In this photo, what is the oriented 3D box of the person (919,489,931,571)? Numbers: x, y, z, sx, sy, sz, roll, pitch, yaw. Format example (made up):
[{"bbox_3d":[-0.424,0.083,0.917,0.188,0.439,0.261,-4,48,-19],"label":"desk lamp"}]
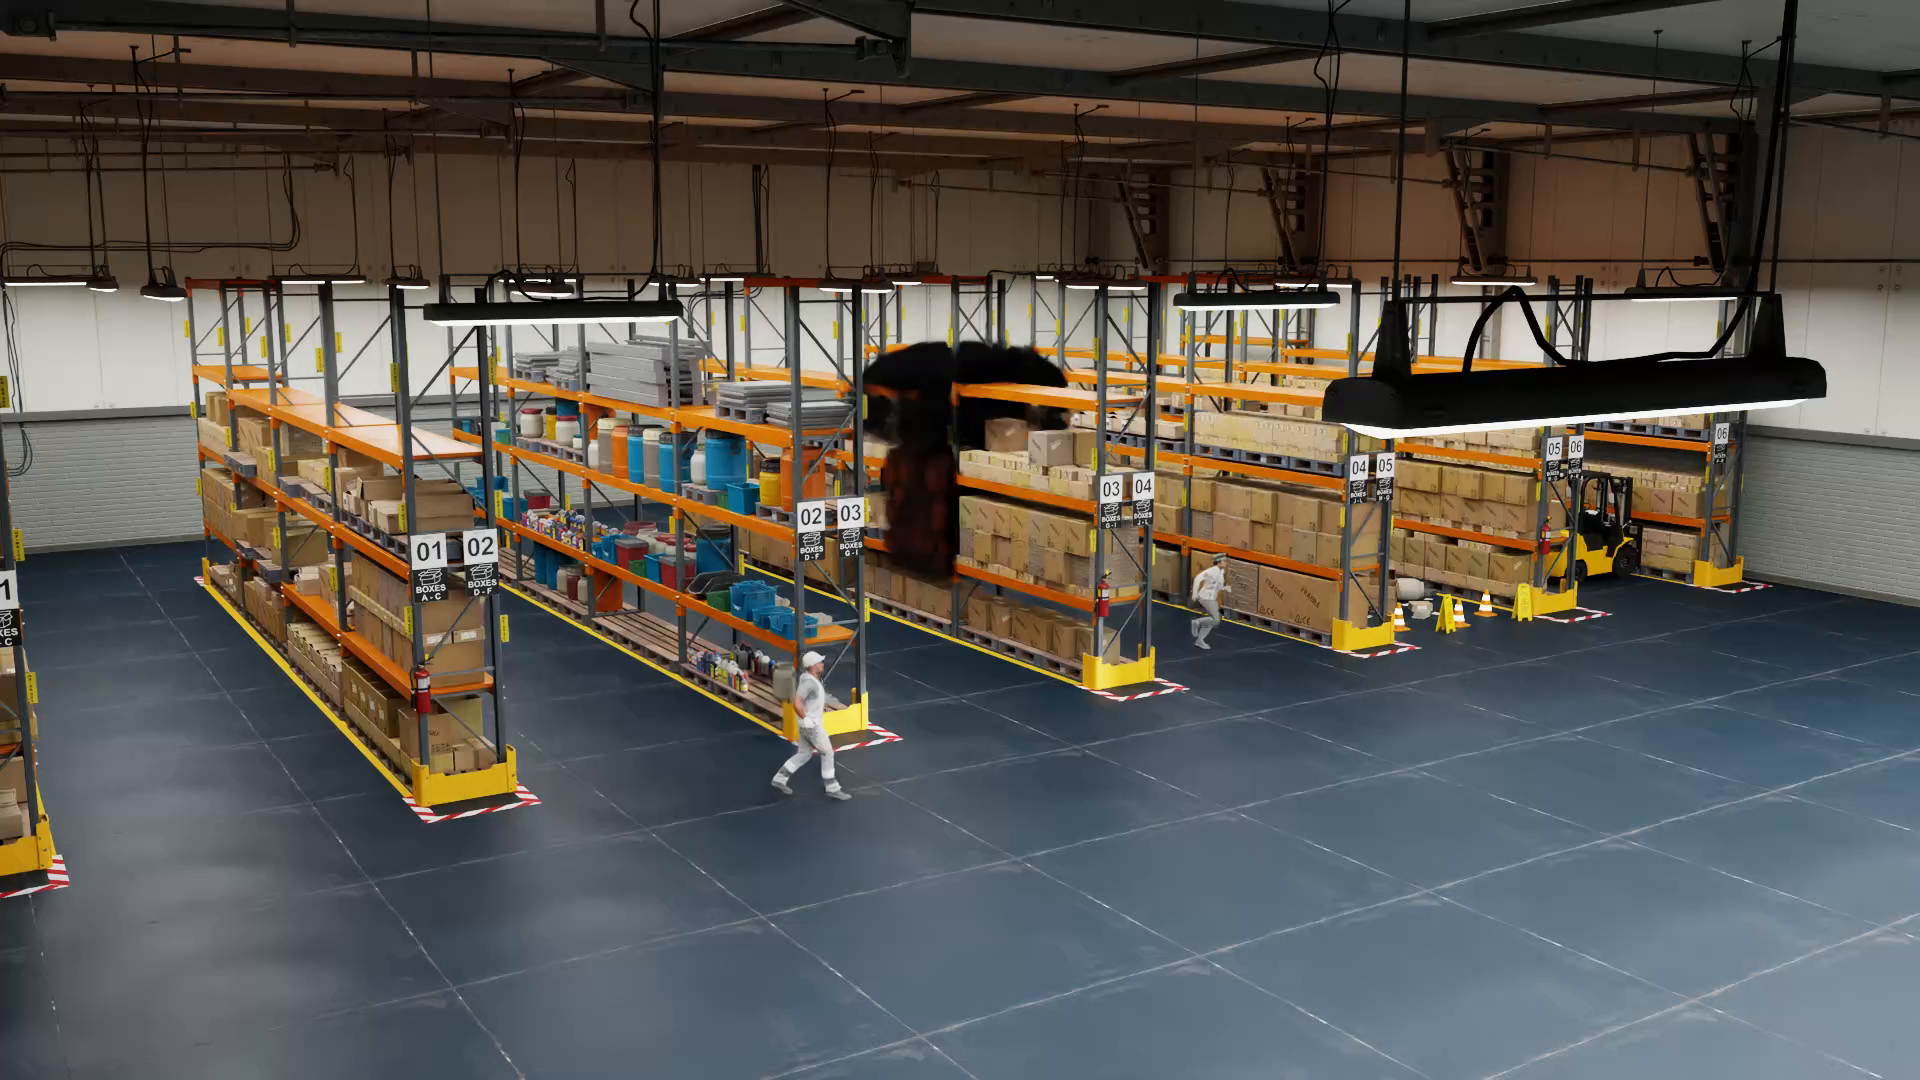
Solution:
[{"bbox_3d":[-0.763,-0.194,34.013,0.712,1.738,0.643,-6,11,-33],"label":"person"}]

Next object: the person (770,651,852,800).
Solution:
[{"bbox_3d":[-1.767,2.187,19.575,0.950,1.787,0.672,-2,10,-11],"label":"person"}]

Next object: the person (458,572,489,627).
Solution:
[{"bbox_3d":[-7.862,1.036,26.976,0.570,1.637,0.564,-8,13,-41],"label":"person"}]

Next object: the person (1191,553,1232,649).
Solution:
[{"bbox_3d":[4.143,0.992,27.358,0.668,1.612,0.604,5,11,28],"label":"person"}]
